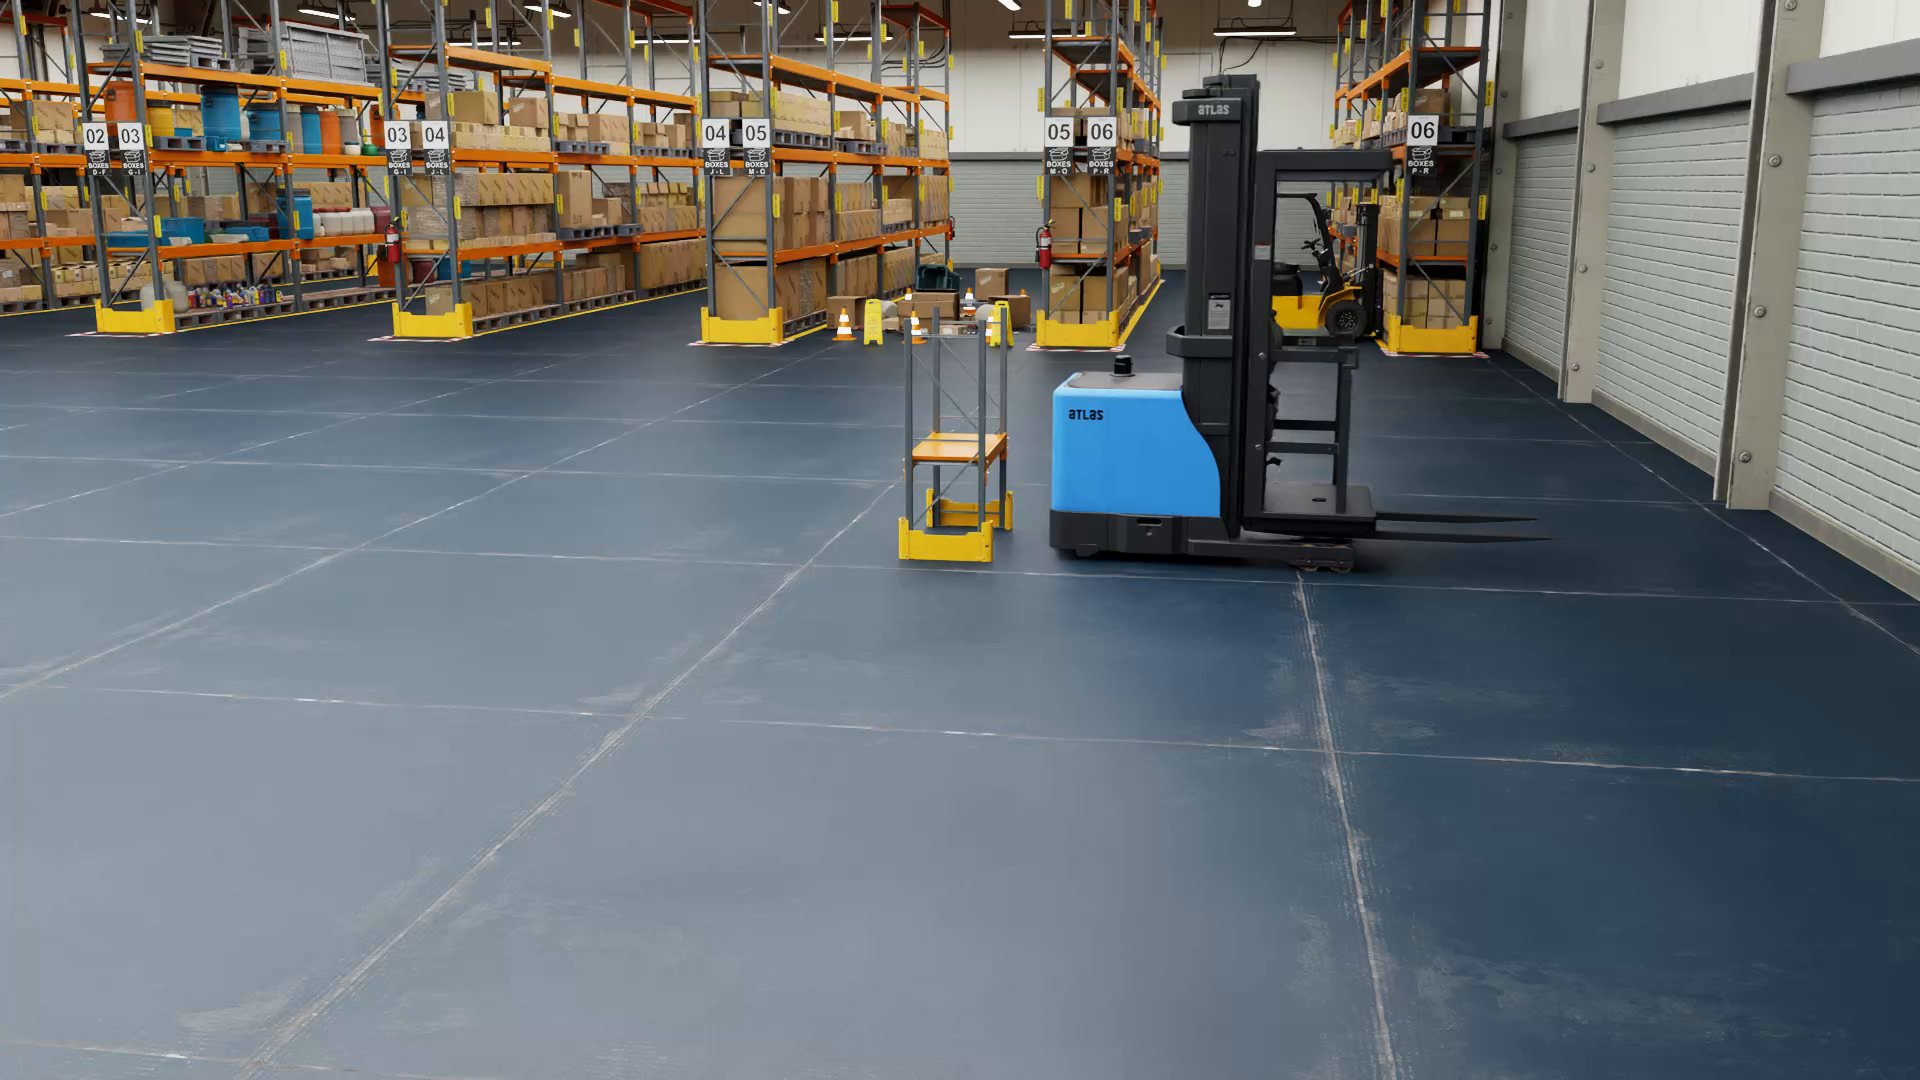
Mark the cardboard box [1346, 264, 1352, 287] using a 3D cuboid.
[{"bbox_3d":[7.904,-5.176,32.829,0.500,0.500,0.500,1,12,7],"label":"cardboard box"}]

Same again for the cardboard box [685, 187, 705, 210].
[{"bbox_3d":[-5.931,-7.620,37.103,0.500,0.500,0.500,2,12,9],"label":"cardboard box"}]

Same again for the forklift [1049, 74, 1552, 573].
[{"bbox_3d":[2.133,-1.356,10.328,3.031,2.935,1.130,2,12,11],"label":"forklift"}]

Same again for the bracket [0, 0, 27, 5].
[{"bbox_3d":[-21.800,-11.800,35.843,0.076,0.066,4.783,2,12,9],"label":"bracket"}]

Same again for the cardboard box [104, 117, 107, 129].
[{"bbox_3d":[-20.481,-9.832,39.717,0.500,0.500,0.500,2,12,7],"label":"cardboard box"}]

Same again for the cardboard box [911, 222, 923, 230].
[{"bbox_3d":[-1.005,-6.834,36.181,0.380,0.149,0.250,2,12,11],"label":"cardboard box"}]

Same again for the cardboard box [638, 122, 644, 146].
[{"bbox_3d":[-6.804,-8.290,33.986,0.500,0.500,0.500,3,12,12],"label":"cardboard box"}]

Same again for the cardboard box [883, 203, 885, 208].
[{"bbox_3d":[-1.686,-6.595,32.663,0.380,0.149,0.250,2,12,7],"label":"cardboard box"}]

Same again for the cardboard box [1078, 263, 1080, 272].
[{"bbox_3d":[1.629,-4.177,25.465,0.380,0.149,0.250,2,12,11],"label":"cardboard box"}]

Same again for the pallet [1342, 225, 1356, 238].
[{"bbox_3d":[7.859,-5.826,31.362,1.213,0.211,1.003,2,12,9],"label":"pallet"}]

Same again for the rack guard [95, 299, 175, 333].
[{"bbox_3d":[-13.032,-3.548,26.271,1.175,0.500,0.348,2,12,9],"label":"rack guard"}]

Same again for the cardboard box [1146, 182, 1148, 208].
[{"bbox_3d":[3.479,-6.885,33.208,0.500,0.500,0.500,2,12,10],"label":"cardboard box"}]

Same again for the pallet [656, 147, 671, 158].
[{"bbox_3d":[-6.657,-8.000,34.324,1.003,0.211,1.213,2,12,11],"label":"pallet"}]

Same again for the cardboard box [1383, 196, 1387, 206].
[{"bbox_3d":[6.745,-5.237,25.693,0.380,0.149,0.250,2,12,10],"label":"cardboard box"}]

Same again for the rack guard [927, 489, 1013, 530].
[{"bbox_3d":[0.065,-0.210,11.374,0.587,0.250,0.087,2,12,9],"label":"rack guard"}]

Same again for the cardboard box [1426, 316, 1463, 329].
[{"bbox_3d":[6.863,-3.068,23.640,0.500,0.250,0.500,2,12,9],"label":"cardboard box"}]

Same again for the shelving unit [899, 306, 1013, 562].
[{"bbox_3d":[-0.012,-0.717,10.762,0.587,1.500,1.083,2,12,9],"label":"shelving unit"}]

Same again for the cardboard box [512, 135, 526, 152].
[{"bbox_3d":[-7.464,-6.500,27.270,0.500,0.250,0.500,2,12,8],"label":"cardboard box"}]

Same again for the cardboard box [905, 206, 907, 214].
[{"bbox_3d":[-1.319,-6.941,34.973,0.380,0.149,0.250,2,12,11],"label":"cardboard box"}]

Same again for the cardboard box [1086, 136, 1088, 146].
[{"bbox_3d":[2.013,-5.731,23.941,0.380,0.149,0.250,1,12,7],"label":"cardboard box"}]

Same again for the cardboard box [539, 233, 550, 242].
[{"bbox_3d":[-7.278,-5.196,28.580,0.380,0.149,0.250,2,12,9],"label":"cardboard box"}]

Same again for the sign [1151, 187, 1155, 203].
[{"bbox_3d":[4.072,-7.281,35.097,0.100,0.325,0.005,2,12,9],"label":"sign"}]

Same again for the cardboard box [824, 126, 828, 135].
[{"bbox_3d":[-2.381,-6.702,27.215,0.380,0.149,0.250,2,12,10],"label":"cardboard box"}]

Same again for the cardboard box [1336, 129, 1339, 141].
[{"bbox_3d":[8.578,-8.930,36.654,0.500,0.250,0.500,2,12,8],"label":"cardboard box"}]

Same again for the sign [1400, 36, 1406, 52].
[{"bbox_3d":[8.989,-10.059,33.716,0.100,0.325,0.005,2,12,9],"label":"sign"}]

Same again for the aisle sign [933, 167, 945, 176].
[{"bbox_3d":[-0.449,-9.017,39.545,0.394,0.787,0.004,2,12,9],"label":"aisle sign"}]

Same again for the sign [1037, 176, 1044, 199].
[{"bbox_3d":[1.144,-5.014,23.640,0.100,0.325,0.005,2,12,9],"label":"sign"}]

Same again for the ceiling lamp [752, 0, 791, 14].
[{"bbox_3d":[-3.663,-12.613,34.306,0.800,3.185,2.000,2,12,9],"label":"ceiling lamp"}]

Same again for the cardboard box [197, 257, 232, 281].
[{"bbox_3d":[-16.151,-5.871,36.006,0.500,0.500,0.500,2,12,8],"label":"cardboard box"}]

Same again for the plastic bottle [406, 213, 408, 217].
[{"bbox_3d":[-11.836,-6.828,35.673,0.144,0.351,0.185,2,12,9],"label":"plastic bottle"}]

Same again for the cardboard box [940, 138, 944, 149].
[{"bbox_3d":[-0.654,-9.168,38.463,0.500,0.250,0.500,2,12,7],"label":"cardboard box"}]

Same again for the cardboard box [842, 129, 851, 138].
[{"bbox_3d":[-2.130,-7.124,29.173,0.380,0.149,0.250,2,12,9],"label":"cardboard box"}]

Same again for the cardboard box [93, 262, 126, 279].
[{"bbox_3d":[-16.731,-5.280,32.572,0.500,0.311,0.500,2,12,10],"label":"cardboard box"}]

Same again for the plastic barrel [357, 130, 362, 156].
[{"bbox_3d":[-12.117,-7.884,33.072,0.421,0.512,0.421,0,12,0],"label":"plastic barrel"}]

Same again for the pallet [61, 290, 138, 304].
[{"bbox_3d":[-17.016,-4.793,32.732,1.003,0.211,1.213,2,12,9],"label":"pallet"}]

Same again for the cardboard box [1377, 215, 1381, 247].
[{"bbox_3d":[6.883,-4.909,26.413,0.500,0.500,0.500,2,12,7],"label":"cardboard box"}]

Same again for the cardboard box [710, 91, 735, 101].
[{"bbox_3d":[-3.501,-6.479,24.287,0.380,0.149,0.250,2,12,9],"label":"cardboard box"}]

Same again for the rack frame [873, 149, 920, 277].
[{"bbox_3d":[-1.372,-6.908,35.930,1.000,3.000,0.127,2,12,9],"label":"rack frame"}]

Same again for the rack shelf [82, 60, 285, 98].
[{"bbox_3d":[-12.690,-7.555,27.344,1.077,0.370,4.000,2,12,9],"label":"rack shelf"}]

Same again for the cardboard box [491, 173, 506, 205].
[{"bbox_3d":[-7.590,-5.589,26.490,0.500,0.500,0.500,2,12,9],"label":"cardboard box"}]

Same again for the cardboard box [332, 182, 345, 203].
[{"bbox_3d":[-15.379,-8.467,40.553,0.500,0.500,0.500,2,12,10],"label":"cardboard box"}]

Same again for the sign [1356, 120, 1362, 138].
[{"bbox_3d":[7.289,-7.513,30.390,0.100,0.325,0.005,2,12,9],"label":"sign"}]

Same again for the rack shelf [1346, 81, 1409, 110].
[{"bbox_3d":[8.132,-8.578,32.095,1.077,0.370,4.000,2,12,9],"label":"rack shelf"}]

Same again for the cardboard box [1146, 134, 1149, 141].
[{"bbox_3d":[3.606,-8.207,34.050,0.500,0.311,0.500,2,12,9],"label":"cardboard box"}]

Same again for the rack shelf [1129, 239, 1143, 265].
[{"bbox_3d":[2.612,-5.168,29.563,1.077,0.370,4.000,2,12,9],"label":"rack shelf"}]

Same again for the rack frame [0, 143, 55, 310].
[{"bbox_3d":[-17.276,-5.747,30.539,1.000,3.000,0.127,2,12,9],"label":"rack frame"}]

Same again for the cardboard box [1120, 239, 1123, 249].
[{"bbox_3d":[2.330,-4.586,25.748,0.380,0.149,0.250,2,12,9],"label":"cardboard box"}]

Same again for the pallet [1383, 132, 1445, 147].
[{"bbox_3d":[7.104,-6.188,25.679,1.003,0.211,1.213,2,12,9],"label":"pallet"}]

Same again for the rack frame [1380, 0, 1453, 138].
[{"bbox_3d":[7.209,-7.876,26.181,1.000,3.000,0.127,2,12,9],"label":"rack frame"}]

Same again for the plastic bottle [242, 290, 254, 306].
[{"bbox_3d":[-12.304,-4.185,28.712,0.152,0.276,0.135,2,12,10],"label":"plastic bottle"}]

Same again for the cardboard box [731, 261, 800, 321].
[{"bbox_3d":[-3.045,-3.904,26.034,0.875,0.875,0.875,2,12,8],"label":"cardboard box"}]

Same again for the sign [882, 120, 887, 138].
[{"bbox_3d":[-1.440,-7.814,31.596,0.100,0.325,0.005,2,12,9],"label":"sign"}]

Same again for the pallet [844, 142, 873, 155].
[{"bbox_3d":[-2.203,-7.081,30.059,1.003,0.211,1.213,2,12,11],"label":"pallet"}]
